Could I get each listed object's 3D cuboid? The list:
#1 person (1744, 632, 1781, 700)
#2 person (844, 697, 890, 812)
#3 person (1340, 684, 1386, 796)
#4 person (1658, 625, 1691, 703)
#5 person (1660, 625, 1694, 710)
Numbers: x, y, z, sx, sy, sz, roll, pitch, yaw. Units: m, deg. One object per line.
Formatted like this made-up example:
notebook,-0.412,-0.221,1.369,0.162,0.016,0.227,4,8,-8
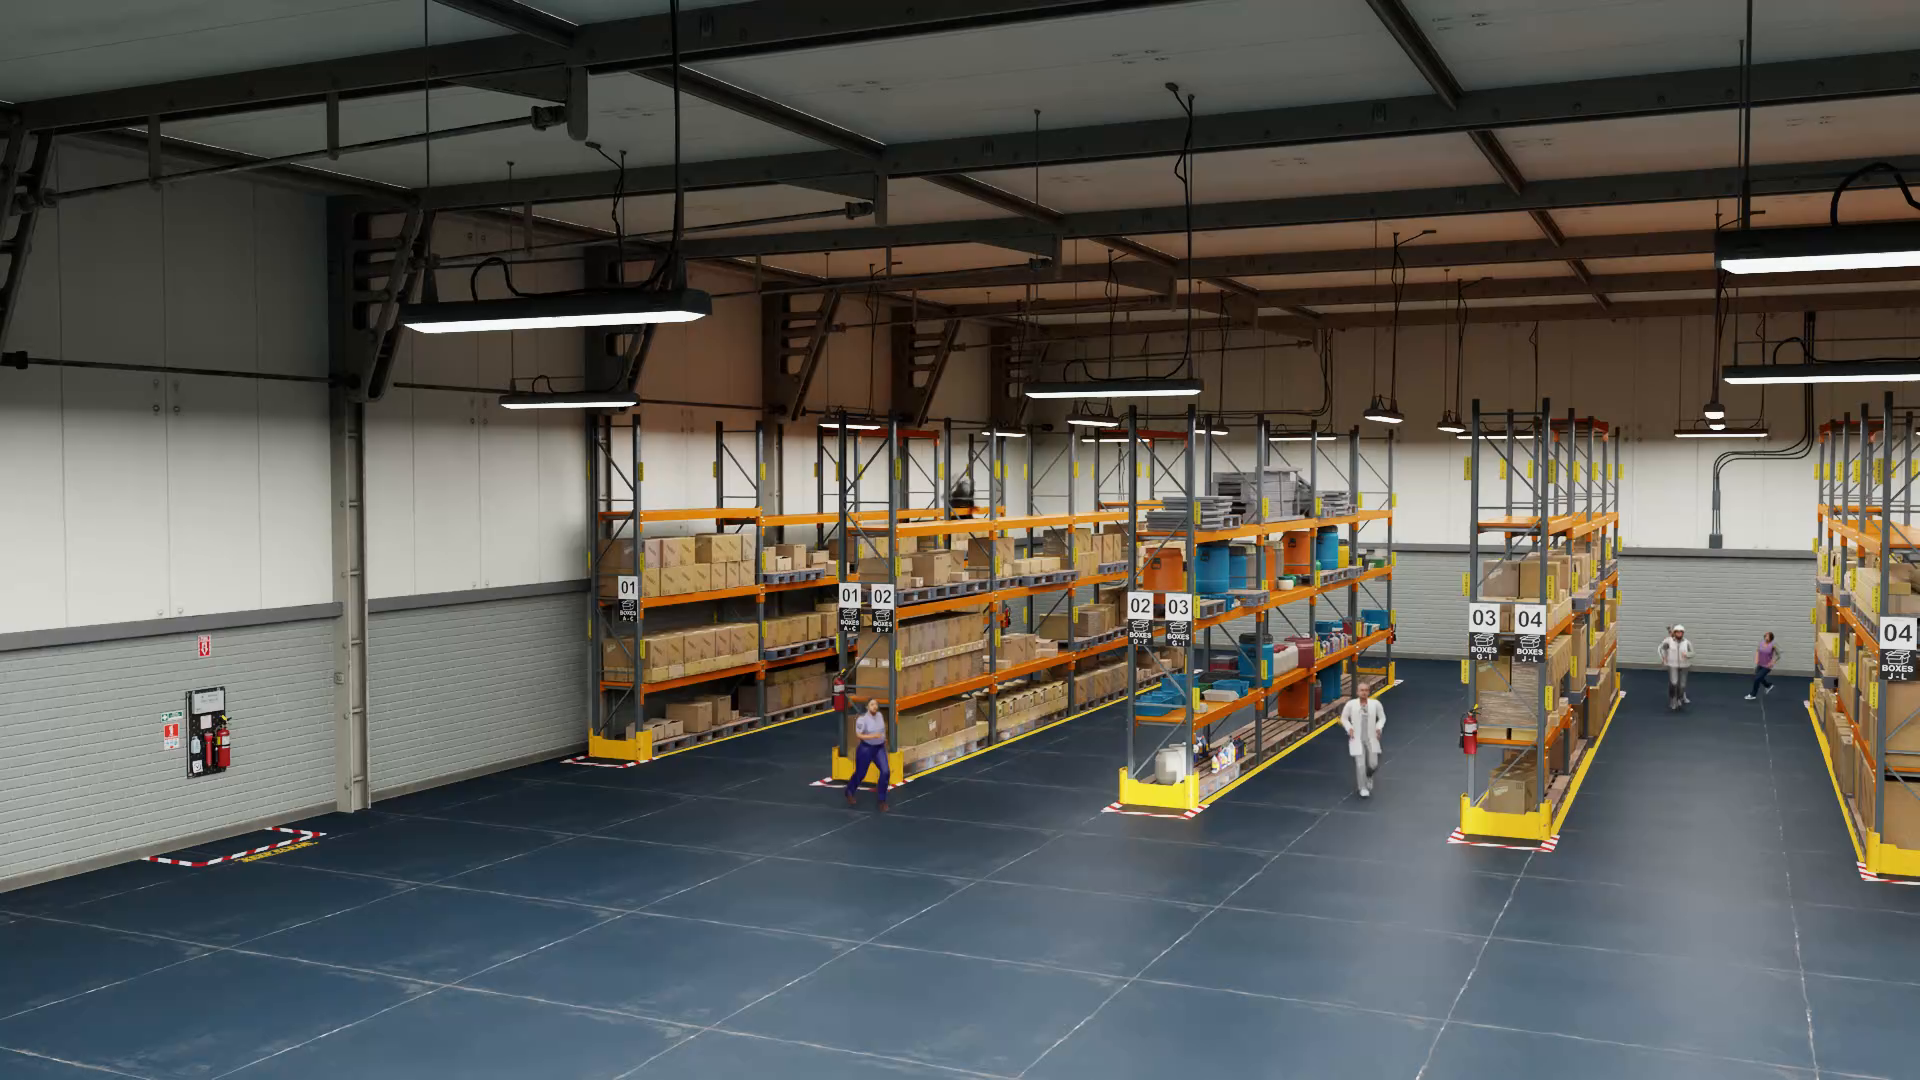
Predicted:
person,17.673,2.749,36.391,0.740,1.517,0.614,-1,3,-24
person,-1.340,3.172,24.707,0.610,1.697,0.881,-2,3,-35
person,6.221,3.076,25.635,0.689,1.730,0.632,0,2,7
person,15.603,2.685,36.255,0.672,1.651,0.725,0,2,9
person,15.097,2.686,34.985,0.631,1.796,0.722,1,2,15
